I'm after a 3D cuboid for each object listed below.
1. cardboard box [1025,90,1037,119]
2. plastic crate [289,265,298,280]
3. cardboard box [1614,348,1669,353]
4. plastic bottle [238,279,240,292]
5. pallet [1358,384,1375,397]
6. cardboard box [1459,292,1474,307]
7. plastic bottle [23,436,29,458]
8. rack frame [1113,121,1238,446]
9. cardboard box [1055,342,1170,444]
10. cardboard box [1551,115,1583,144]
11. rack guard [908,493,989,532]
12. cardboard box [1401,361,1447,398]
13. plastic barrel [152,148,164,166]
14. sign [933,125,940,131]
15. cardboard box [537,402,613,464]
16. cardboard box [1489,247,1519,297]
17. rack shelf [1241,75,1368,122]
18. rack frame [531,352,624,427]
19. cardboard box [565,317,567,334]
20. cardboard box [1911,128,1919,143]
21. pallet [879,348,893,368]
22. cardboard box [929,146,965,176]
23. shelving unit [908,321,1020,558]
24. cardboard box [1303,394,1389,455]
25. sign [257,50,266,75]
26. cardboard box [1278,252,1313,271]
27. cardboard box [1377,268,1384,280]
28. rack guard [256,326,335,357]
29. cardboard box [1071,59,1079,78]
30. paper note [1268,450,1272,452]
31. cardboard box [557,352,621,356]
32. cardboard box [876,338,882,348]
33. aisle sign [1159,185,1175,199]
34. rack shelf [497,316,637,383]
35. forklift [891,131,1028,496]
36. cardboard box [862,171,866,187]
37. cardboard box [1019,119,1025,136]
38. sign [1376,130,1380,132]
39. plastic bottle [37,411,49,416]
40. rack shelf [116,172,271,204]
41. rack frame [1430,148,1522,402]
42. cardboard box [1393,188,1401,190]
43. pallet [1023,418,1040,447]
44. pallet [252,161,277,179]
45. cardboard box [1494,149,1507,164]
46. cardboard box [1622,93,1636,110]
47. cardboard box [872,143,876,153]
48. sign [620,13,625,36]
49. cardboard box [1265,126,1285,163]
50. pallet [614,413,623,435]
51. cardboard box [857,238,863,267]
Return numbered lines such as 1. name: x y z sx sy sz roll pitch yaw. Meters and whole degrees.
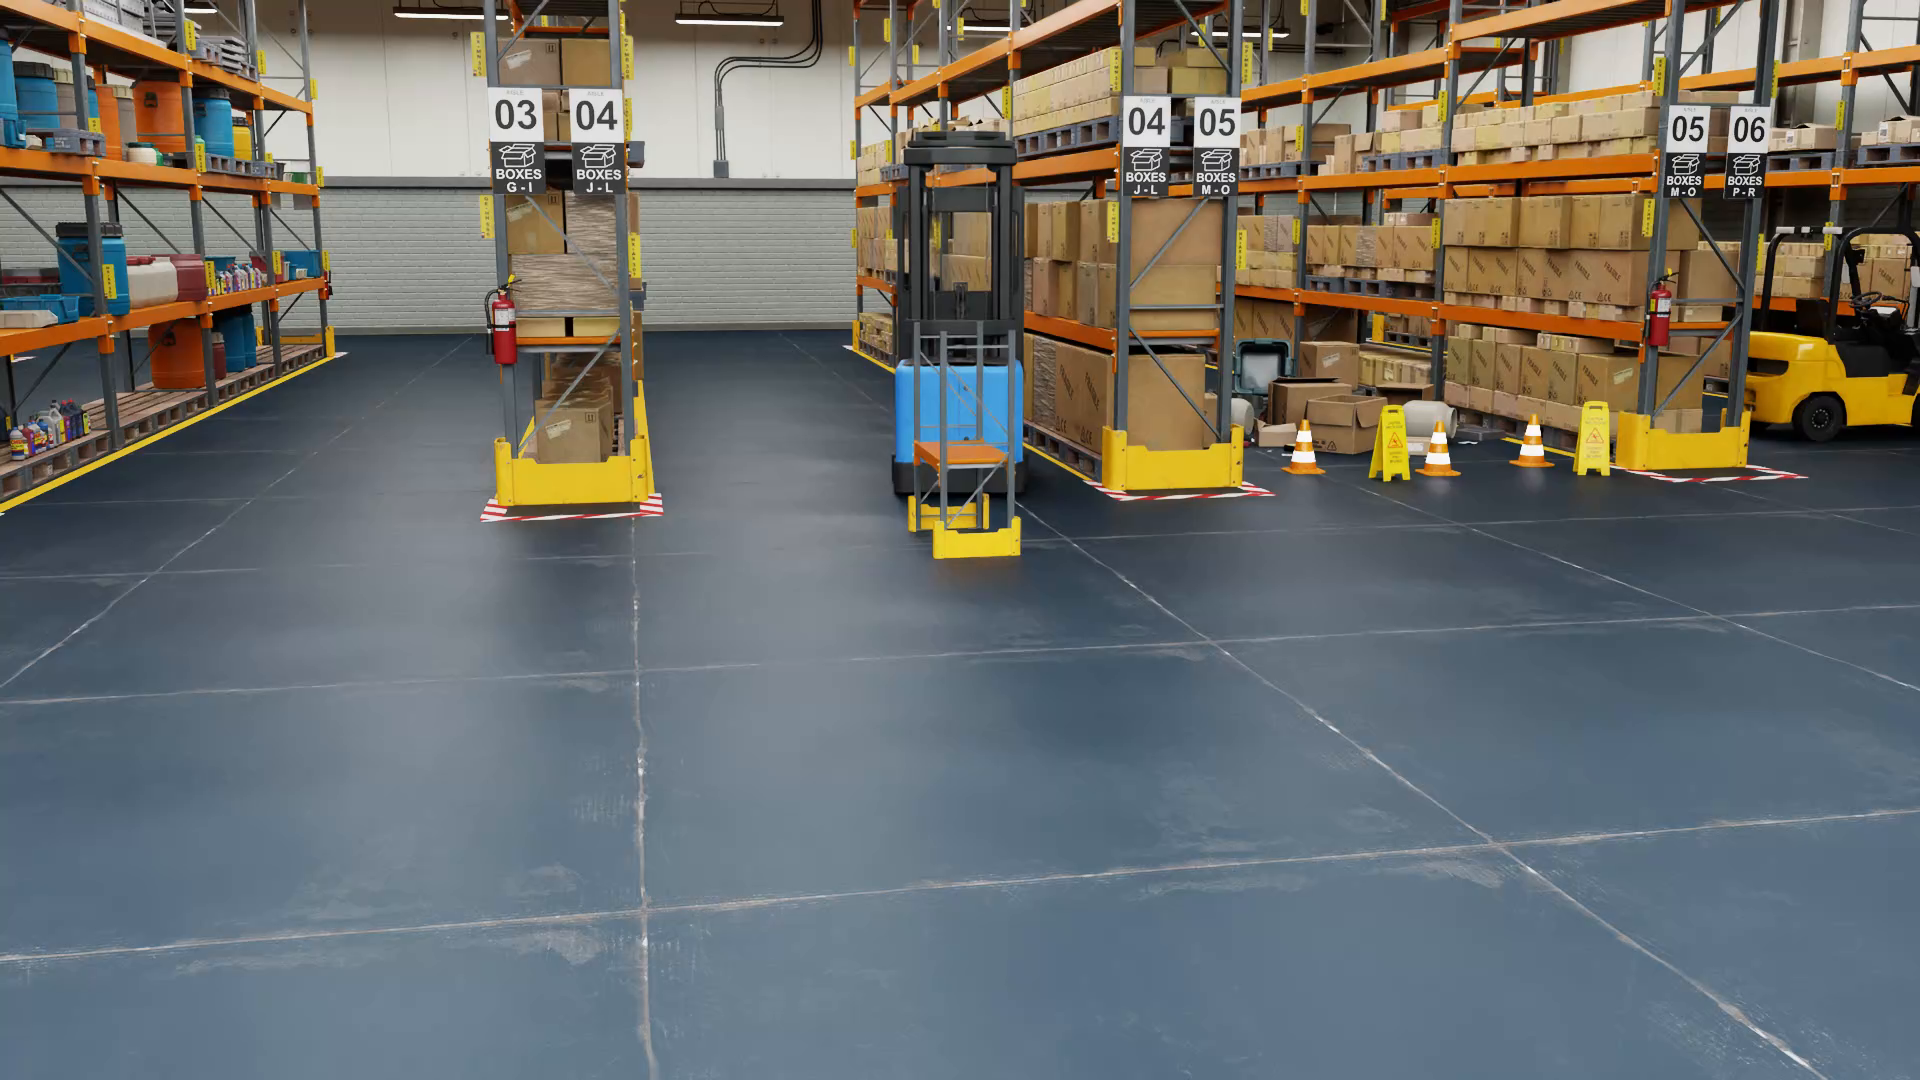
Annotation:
1. cardboard box: 0.937 -4.284 16.373 0.500 0.250 0.500 -2 11 -11
2. plastic crate: -10.409 -4.114 25.573 0.416 0.233 0.300 -2 11 -11
3. cardboard box: 6.634 -1.622 16.419 0.500 0.500 0.500 -3 11 -13
4. plastic bottle: -9.599 -3.395 22.042 0.097 0.201 0.097 0 11 0
5. pallet: 5.459 -1.870 20.959 1.003 0.211 1.213 -2 11 -11
6. cardboard box: 5.700 -2.636 18.195 0.380 0.149 0.250 -2 11 -9
7. plastic bottle: -8.015 -0.803 14.203 0.097 0.201 0.097 0 11 0
8. rack frame: 1.795 -1.941 13.872 1.000 3.000 0.127 -2 11 -11
9. cardboard box: 1.425 -1.387 15.520 0.875 0.875 0.875 -2 11 -12
10. cardboard box: 6.065 -3.957 16.047 0.500 0.250 0.500 -2 11 -9
11. rack guard: -0.082 -0.200 12.080 0.587 0.250 0.087 -2 11 -11
12. cardboard box: 5.749 -1.885 19.481 0.950 0.372 0.625 -2 11 -10
13. plastic barrel: -9.406 -4.420 19.290 0.294 0.245 0.294 0 11 0
14. sign: -0.293 -5.116 21.151 0.100 0.325 0.005 -2 11 -11
15. cardboard box: -3.195 -0.873 13.821 0.500 0.500 0.500 0 11 0
16. cardboard box: 5.871 -2.794 17.290 0.500 0.500 0.500 -2 11 -11
17. rack shelf: 4.686 -6.371 24.095 1.077 0.370 4.000 -2 11 -11
18. rack frame: -3.868 -2.513 16.876 1.000 3.000 0.127 -2 11 -11
19. cardboard box: -3.396 -1.746 13.522 0.380 0.149 0.250 -2 11 -11
20. cardboard box: 10.660 -4.426 18.185 0.380 0.149 0.250 -2 11 -9
21. pallet: -0.704 -2.894 26.337 1.003 0.211 1.213 -2 11 -11
22. cardboard box: -0.121 -5.026 21.793 0.500 0.500 0.500 -2 11 -11
23. shelving unit: 0.015 -0.723 11.483 0.587 1.500 1.083 -2 11 -11
24. cardboard box: 3.806 -1.143 16.358 0.637 0.503 0.797 9 14 38
25. sign: -9.742 -6.664 23.201 0.100 0.325 0.005 -2 11 -11
26. cardboard box: 4.732 -3.858 23.010 0.500 0.250 0.500 -2 11 -11
27. cardboard box: 5.298 -3.228 20.183 0.380 0.149 0.250 -2 11 -11
28. rack guard: -11.077 -3.310 27.748 1.175 0.500 0.348 -2 11 -11
29. cardboard box: 1.201 -4.174 14.730 0.380 0.149 0.250 -2 11 -11
30. paper note: 3.026 -0.869 16.235 0.032 0.001 0.123 4 11 18
31. cardboard box: -4.258 -1.907 19.205 0.700 0.500 0.500 -1 11 -6
32. cardboard box: -1.151 -3.197 26.973 0.380 0.149 0.250 -2 11 -11
33. aisle sign: 3.809 -6.376 30.219 0.394 0.787 0.004 -2 11 -11
34. rack shelf: -3.479 -1.793 15.016 1.077 0.370 4.000 -2 11 -11
35. forklift: 0.010 -2.030 14.525 1.130 2.935 3.031 0 11 1
36. cardboard box: -1.382 -6.087 28.034 0.500 0.250 0.500 -2 11 -9
37. cardboard box: 0.807 -4.154 16.756 0.380 0.149 0.250 -2 11 -11
38. sign: 5.608 -5.354 22.397 0.100 0.325 0.005 -2 11 -11
39. plastic bottle: -8.421 -1.058 15.341 0.152 0.276 0.135 -2 11 -11
40. rack shelf: -9.893 -4.553 21.499 1.077 0.370 4.000 -2 11 -11
41. rack frame: 5.853 -2.873 18.770 1.000 3.000 0.127 -2 11 -11
42. cardboard box: 8.221 -6.539 30.677 0.380 0.149 0.250 -2 11 -10
43. pallet: 1.088 -1.163 17.240 1.003 0.211 1.213 -2 11 -11
44. pallet: -10.034 -5.041 22.639 1.213 0.211 1.003 -2 11 -11
45. cardboard box: 5.835 -4.018 17.436 0.380 0.149 0.250 -2 11 -9
46. cardboard box: 6.263 -3.981 15.109 0.380 0.149 0.250 -2 11 -10
47. cardboard box: -1.214 -6.313 26.816 0.380 0.149 0.250 -2 11 -12
48. sign: -4.894 -7.447 24.045 0.100 0.325 0.005 -2 11 -11
49. cardboard box: 4.696 -5.510 23.213 0.700 0.500 0.500 -3 11 -14
50. pallet: -4.021 -1.286 17.887 1.003 0.211 1.213 -2 11 -11
51. cardboard box: -1.500 -4.978 28.767 0.500 0.500 0.500 -2 11 -8
